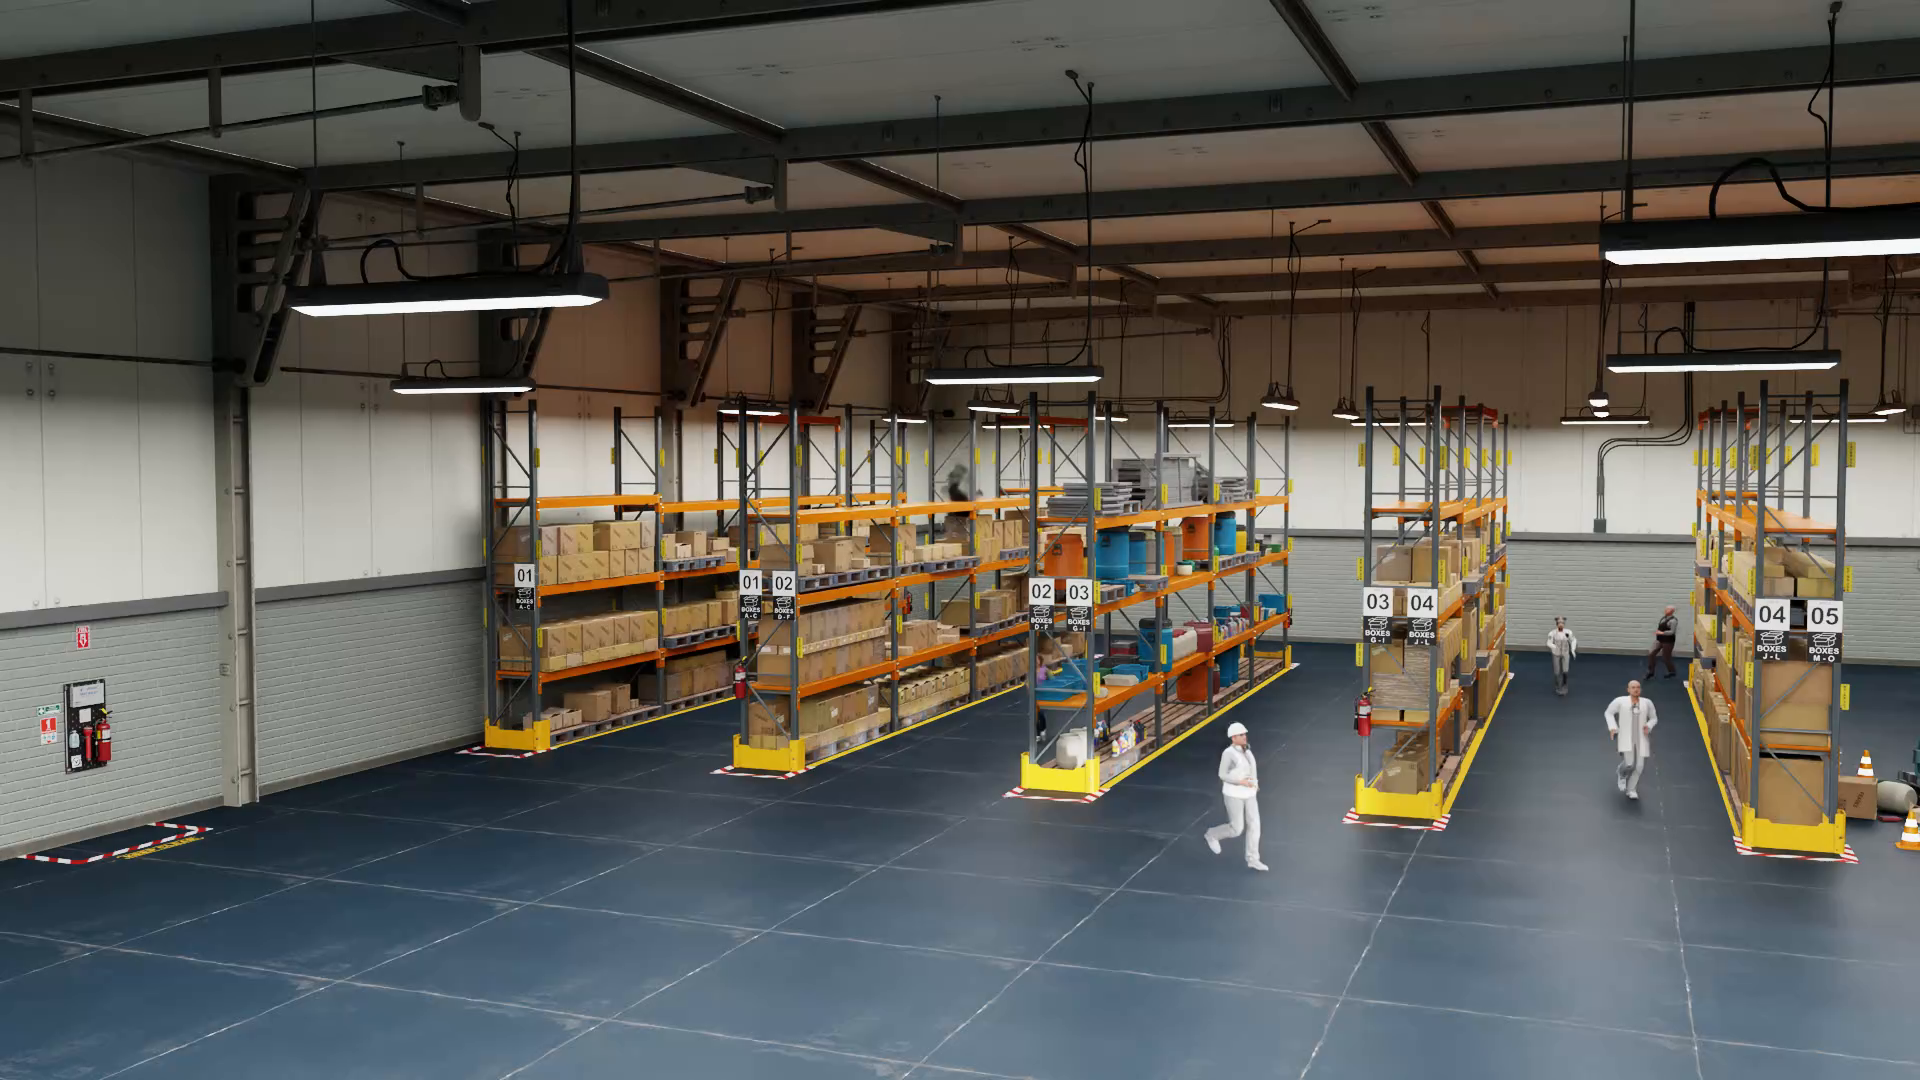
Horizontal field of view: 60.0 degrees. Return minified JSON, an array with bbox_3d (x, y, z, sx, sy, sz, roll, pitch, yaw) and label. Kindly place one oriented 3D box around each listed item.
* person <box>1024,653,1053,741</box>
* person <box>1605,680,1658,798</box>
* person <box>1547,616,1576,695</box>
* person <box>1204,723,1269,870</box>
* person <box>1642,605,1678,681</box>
[{"bbox_3d":[1.360,2.779,29.174,0.521,1.539,0.555,1,3,16],"label":"person"},{"bbox_3d":[9.880,2.930,24.403,0.704,1.732,0.628,0,3,9],"label":"person"},{"bbox_3d":[12.653,2.435,34.984,0.578,1.671,0.739,1,3,20],"label":"person"},{"bbox_3d":[3.411,3.113,20.342,0.660,1.757,0.904,-3,4,-42],"label":"person"},{"bbox_3d":[15.771,2.309,37.198,0.815,1.713,0.648,-1,3,-14],"label":"person"}]
